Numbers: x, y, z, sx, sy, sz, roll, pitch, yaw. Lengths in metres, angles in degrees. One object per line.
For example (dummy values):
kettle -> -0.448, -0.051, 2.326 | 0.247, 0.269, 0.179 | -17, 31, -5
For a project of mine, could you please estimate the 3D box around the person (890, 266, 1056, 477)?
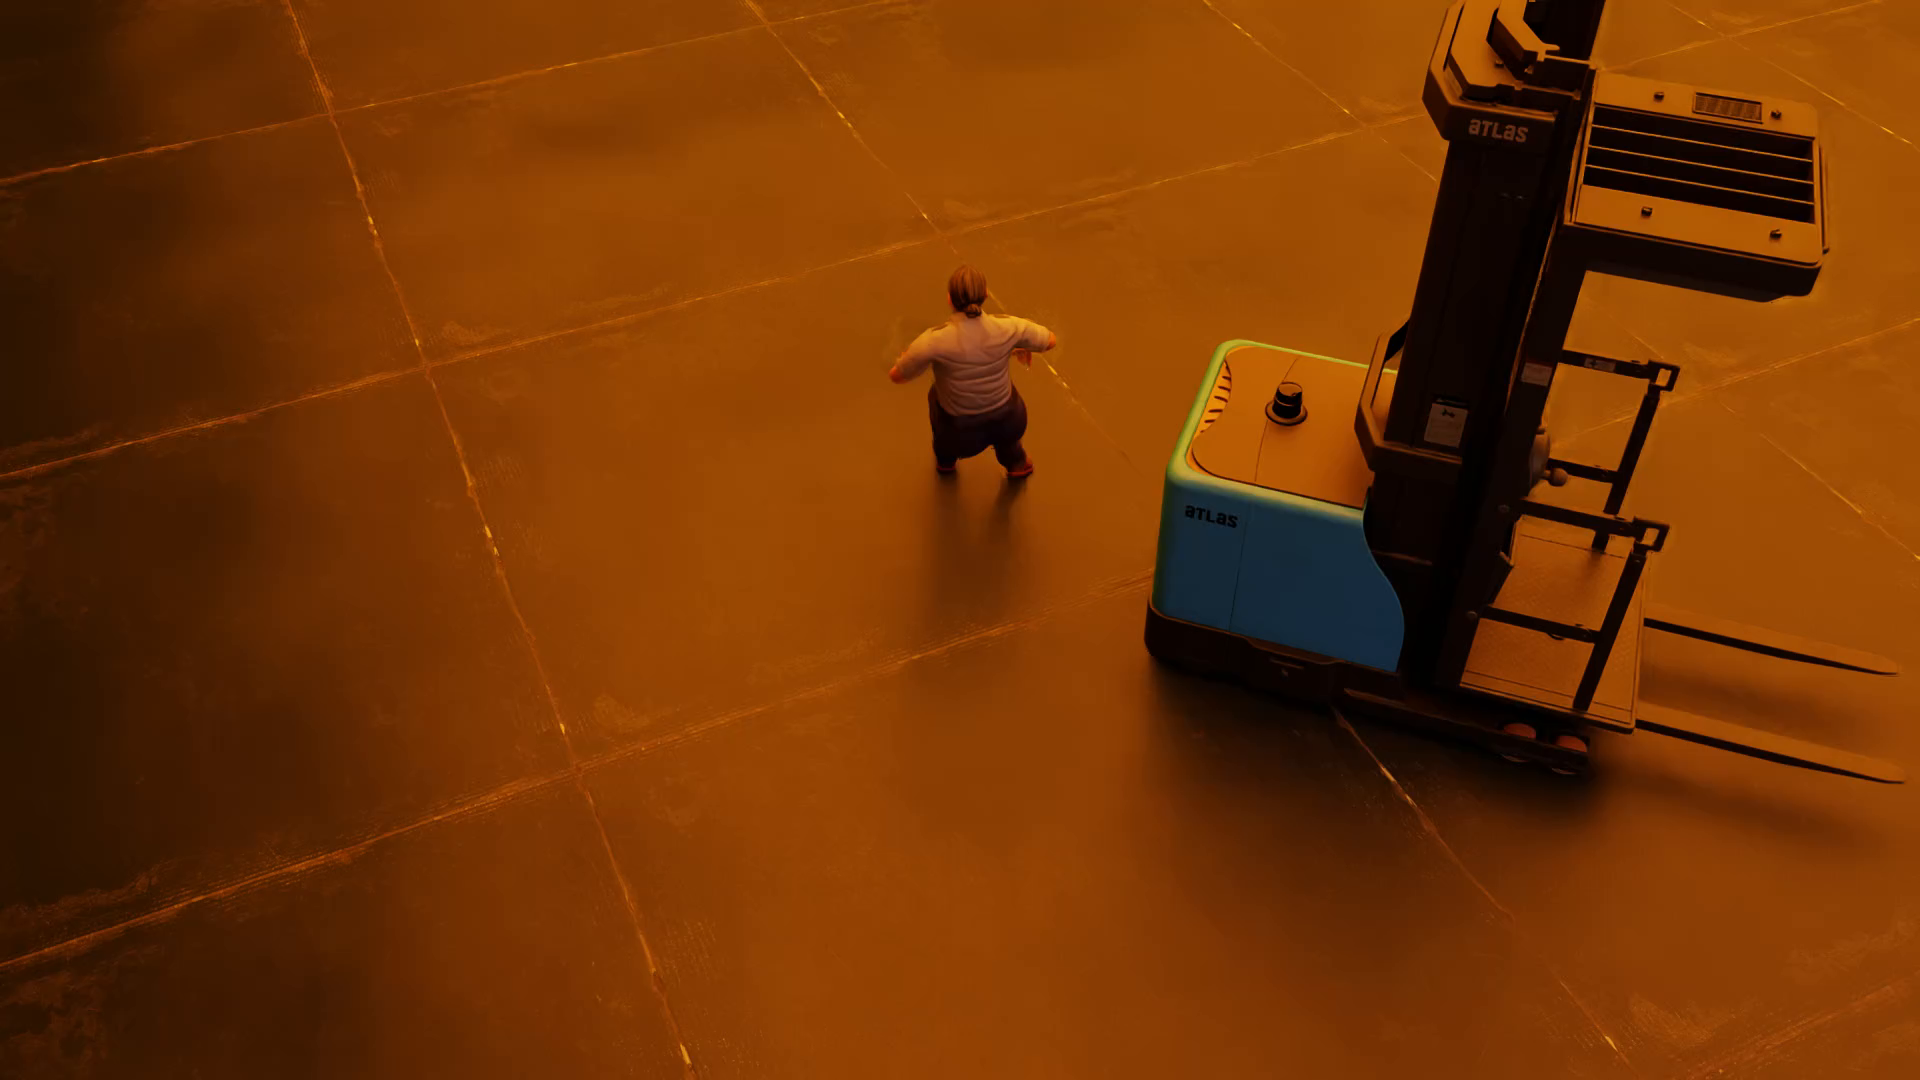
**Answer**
person -> 0.007, -0.757, 7.633 | 0.778, 1.448, 0.804 | -13, 45, -14

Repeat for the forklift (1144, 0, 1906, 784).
forklift -> 2.376, -0.525, 6.243 | 3.031, 2.935, 1.130 | 14, 45, 14
